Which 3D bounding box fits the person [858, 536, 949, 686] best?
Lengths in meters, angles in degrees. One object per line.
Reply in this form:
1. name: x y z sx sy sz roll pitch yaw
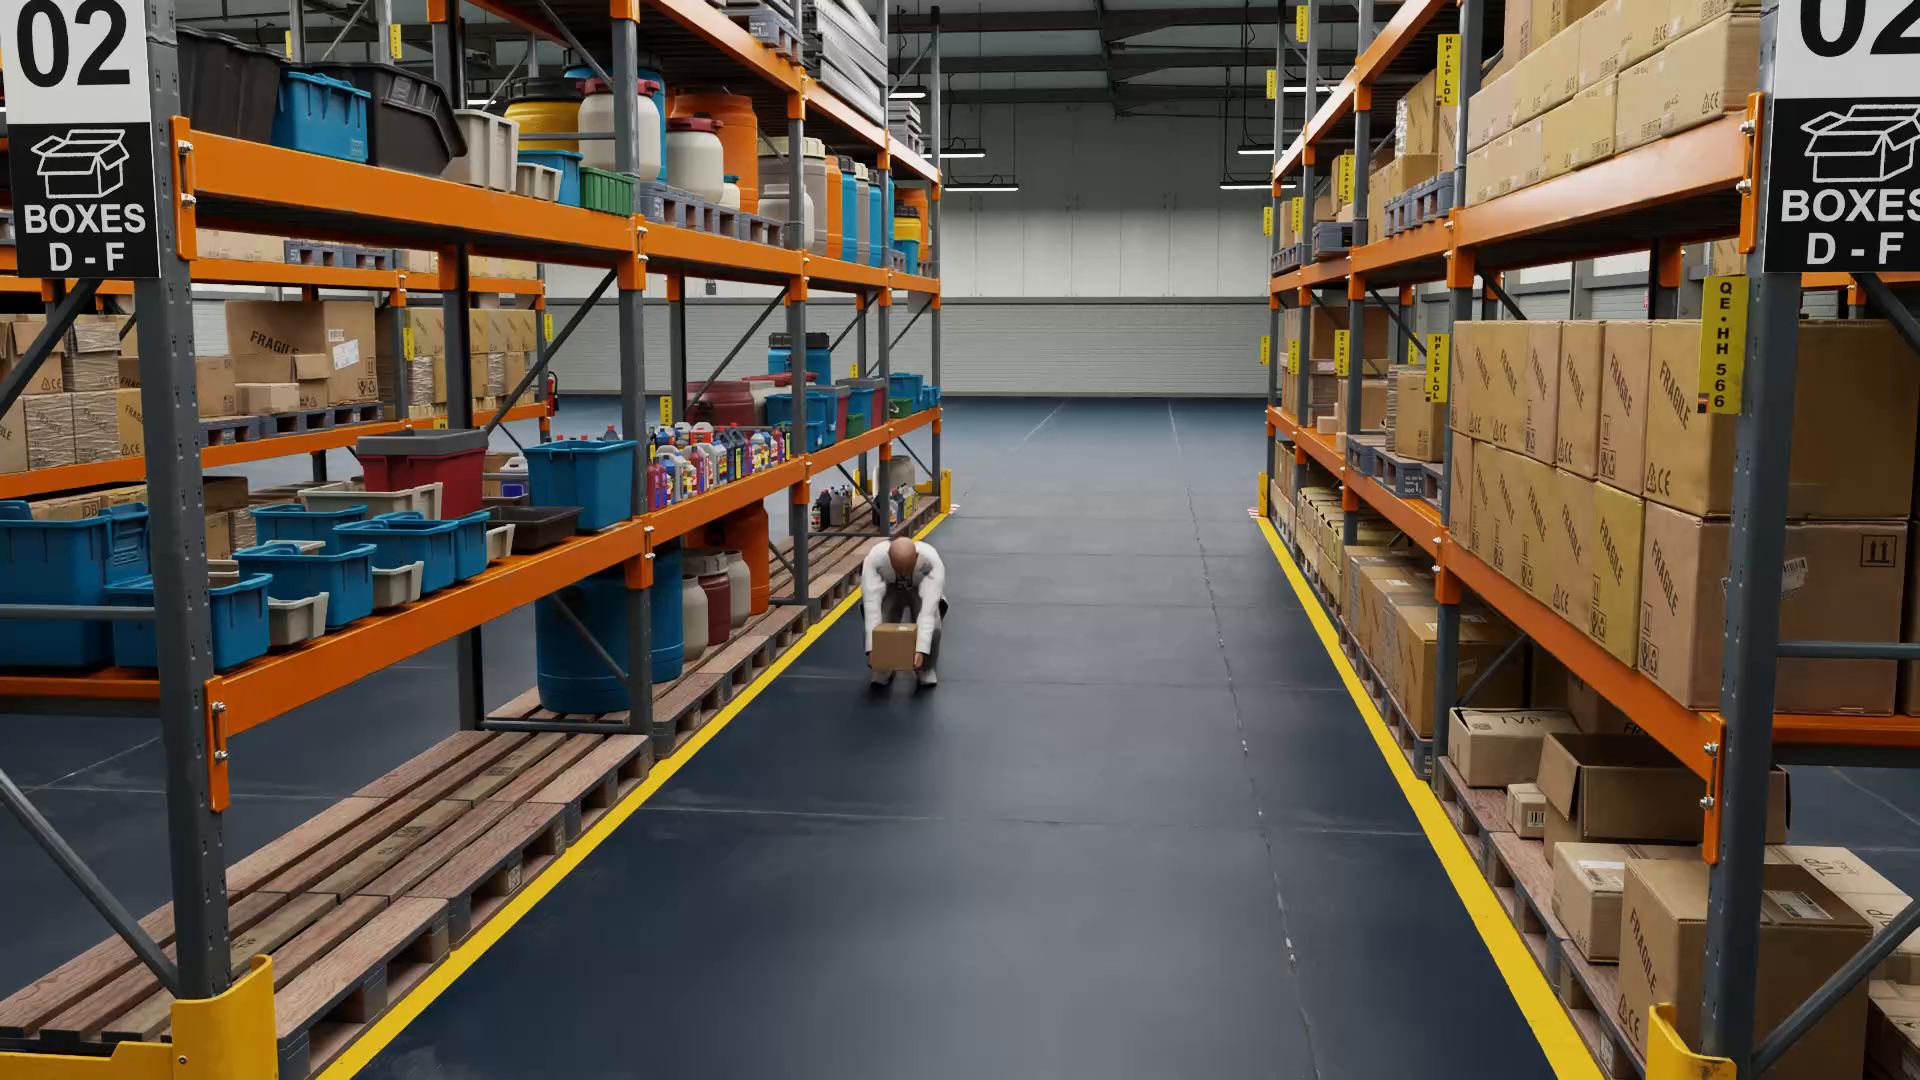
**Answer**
1. person: -0.366 0.435 10.511 0.584 1.005 0.937 1 7 5
